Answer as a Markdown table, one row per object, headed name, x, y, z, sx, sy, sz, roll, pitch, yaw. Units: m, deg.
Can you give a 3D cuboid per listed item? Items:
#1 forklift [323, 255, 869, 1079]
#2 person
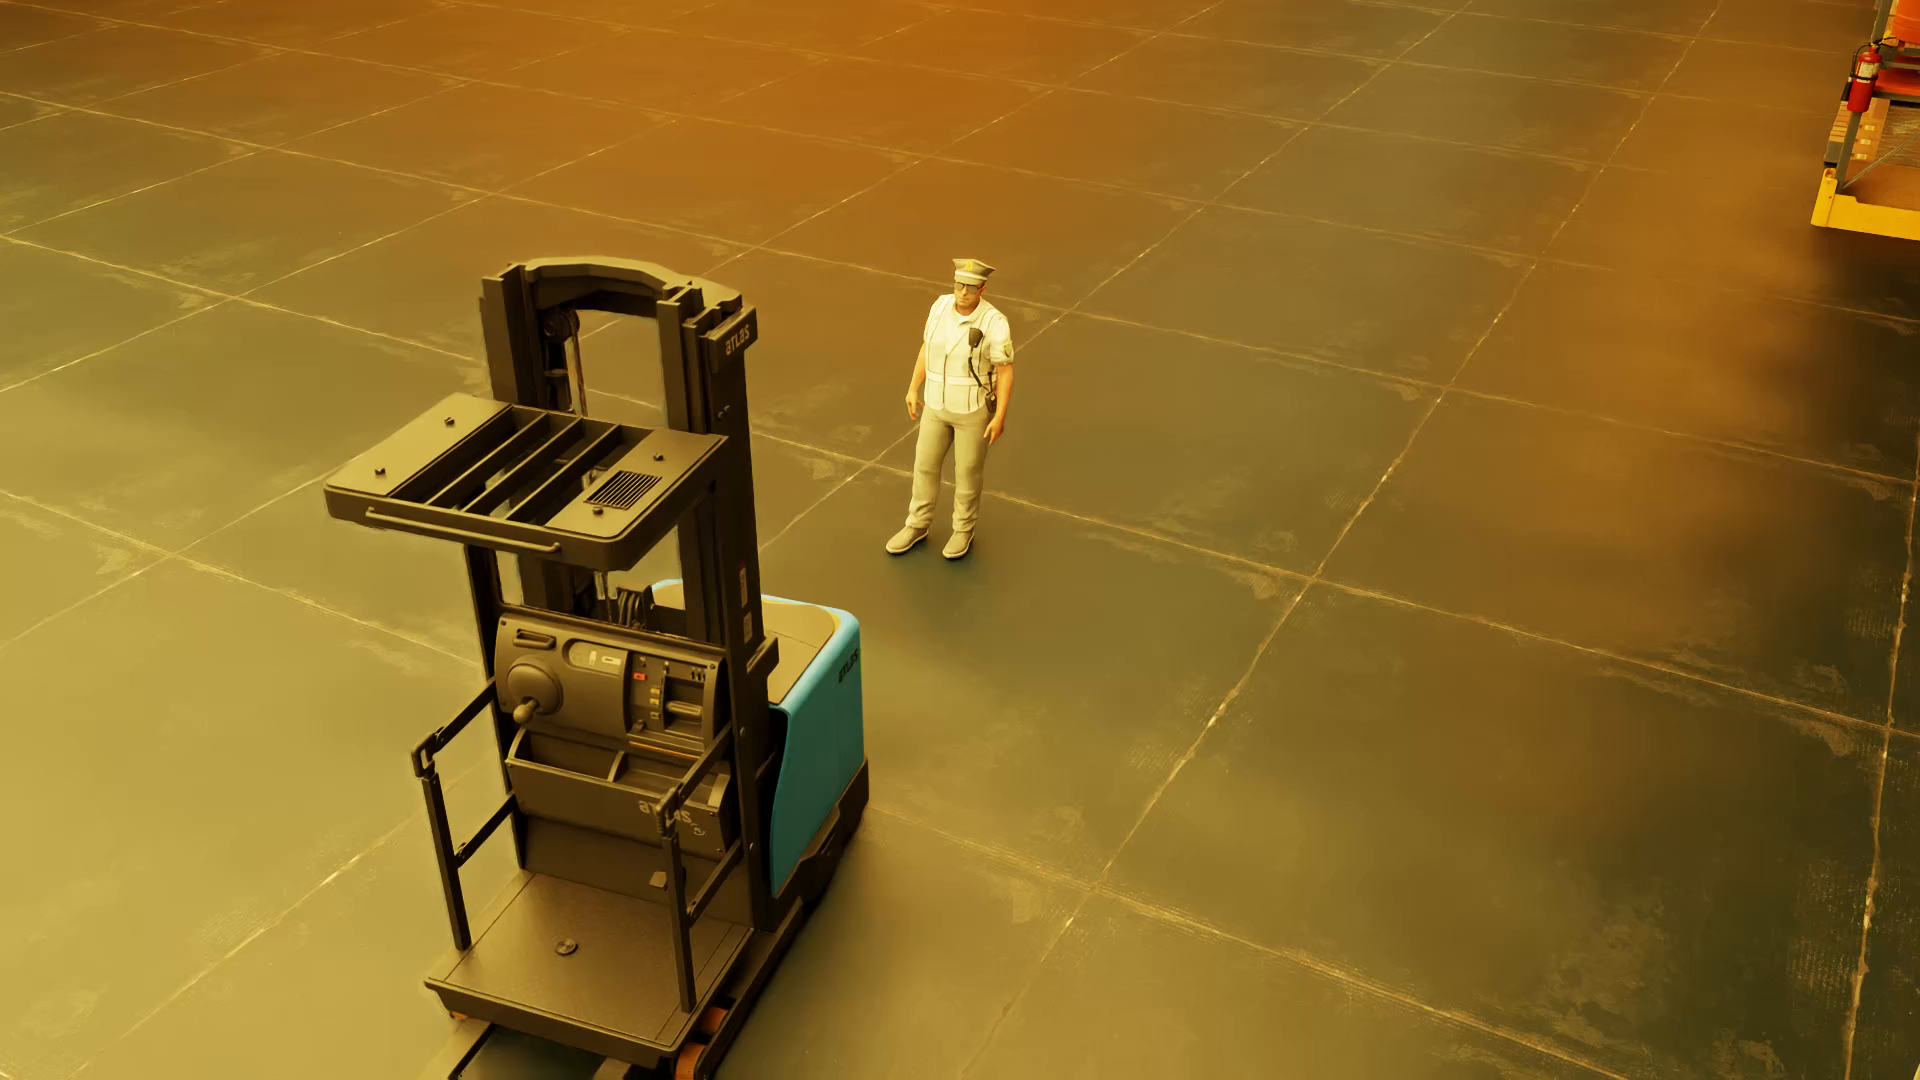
| name | x | y | z | sx | sy | sz | roll | pitch | yaw |
| --- | --- | --- | --- | --- | --- | --- | --- | --- | --- |
| forklift | -1.394 | 0.592 | 6.046 | 1.130 | 2.935 | 3.031 | 10 | 31 | 17 |
| person | -0.048 | -0.747 | 9.499 | 0.641 | 1.780 | 0.574 | 15 | 33 | 25 |
